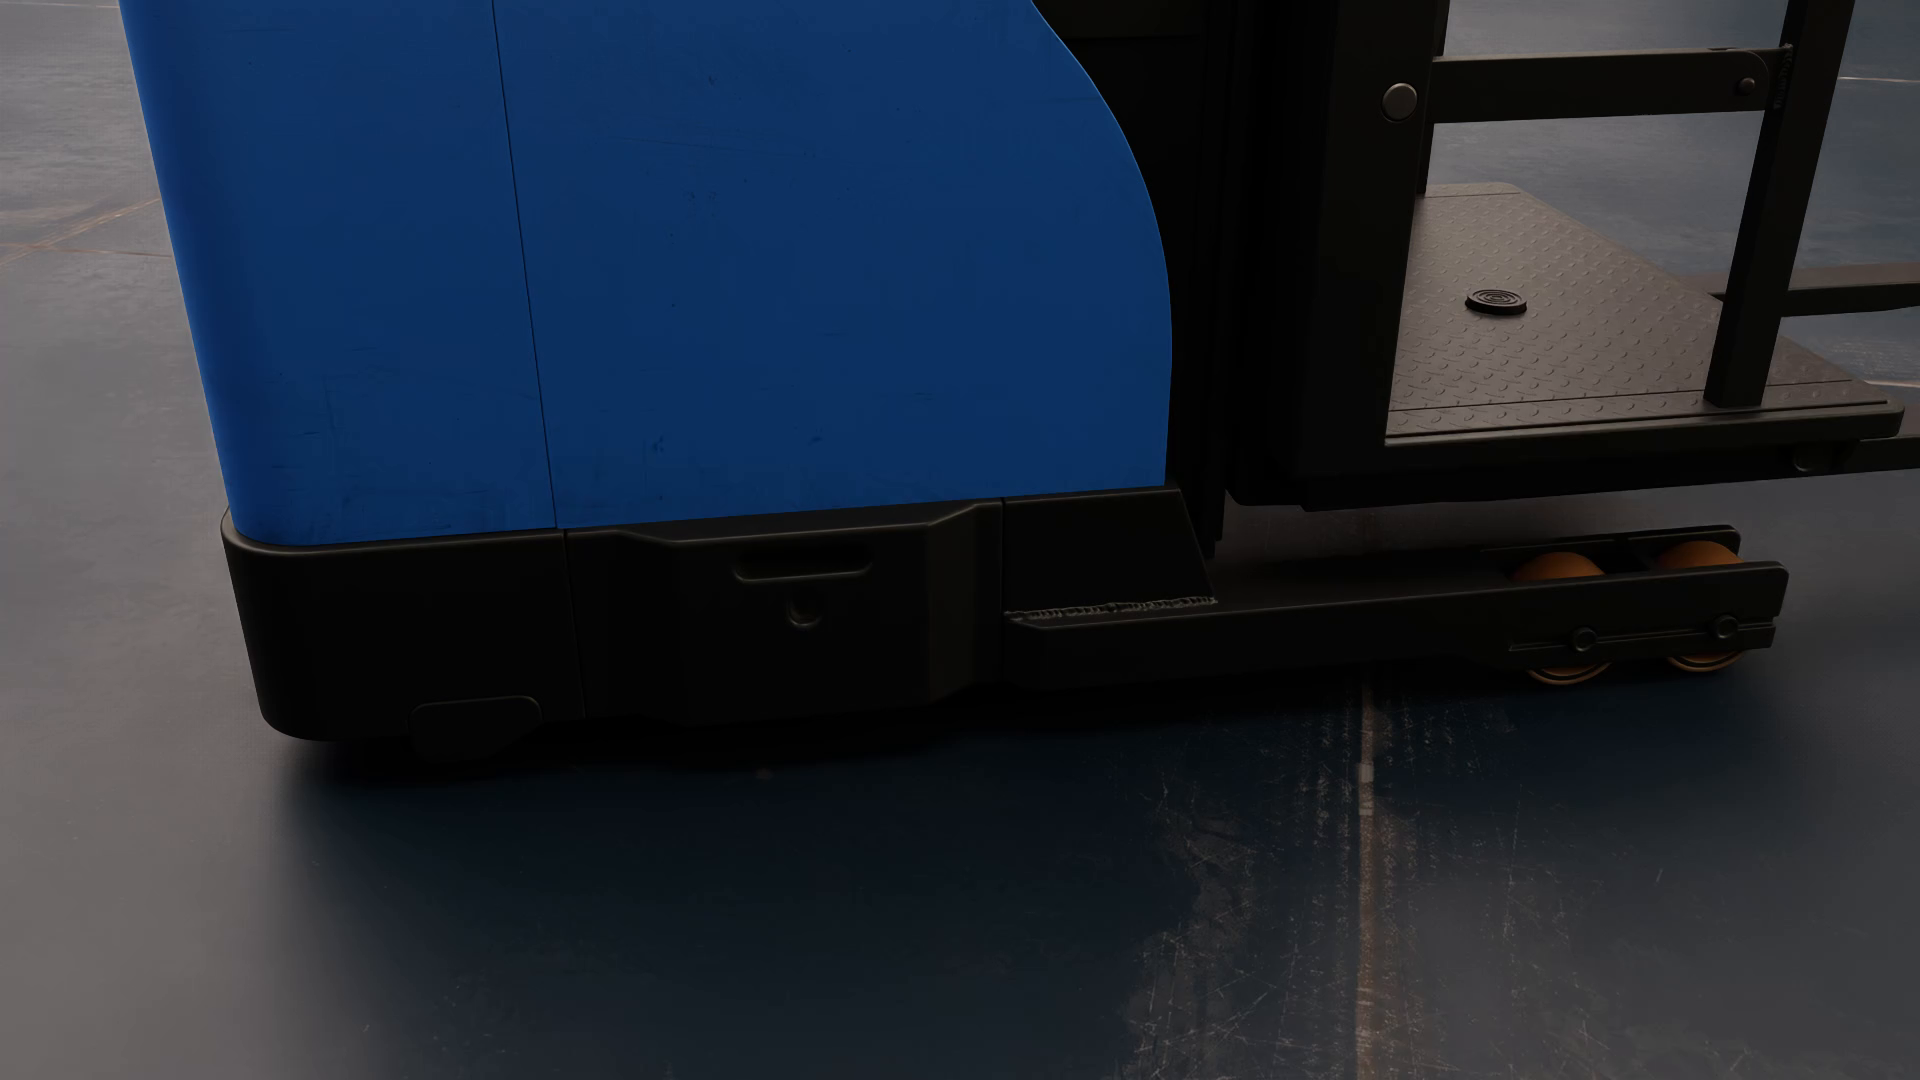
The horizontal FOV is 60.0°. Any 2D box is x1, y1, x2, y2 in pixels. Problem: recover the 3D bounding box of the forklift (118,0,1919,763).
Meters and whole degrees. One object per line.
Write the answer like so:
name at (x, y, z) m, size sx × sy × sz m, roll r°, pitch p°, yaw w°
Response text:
forklift at (0.600, -1.354, 1.930) m, size 3.031 × 2.935 × 1.130 m, roll -4°, pitch 27°, yaw -9°
